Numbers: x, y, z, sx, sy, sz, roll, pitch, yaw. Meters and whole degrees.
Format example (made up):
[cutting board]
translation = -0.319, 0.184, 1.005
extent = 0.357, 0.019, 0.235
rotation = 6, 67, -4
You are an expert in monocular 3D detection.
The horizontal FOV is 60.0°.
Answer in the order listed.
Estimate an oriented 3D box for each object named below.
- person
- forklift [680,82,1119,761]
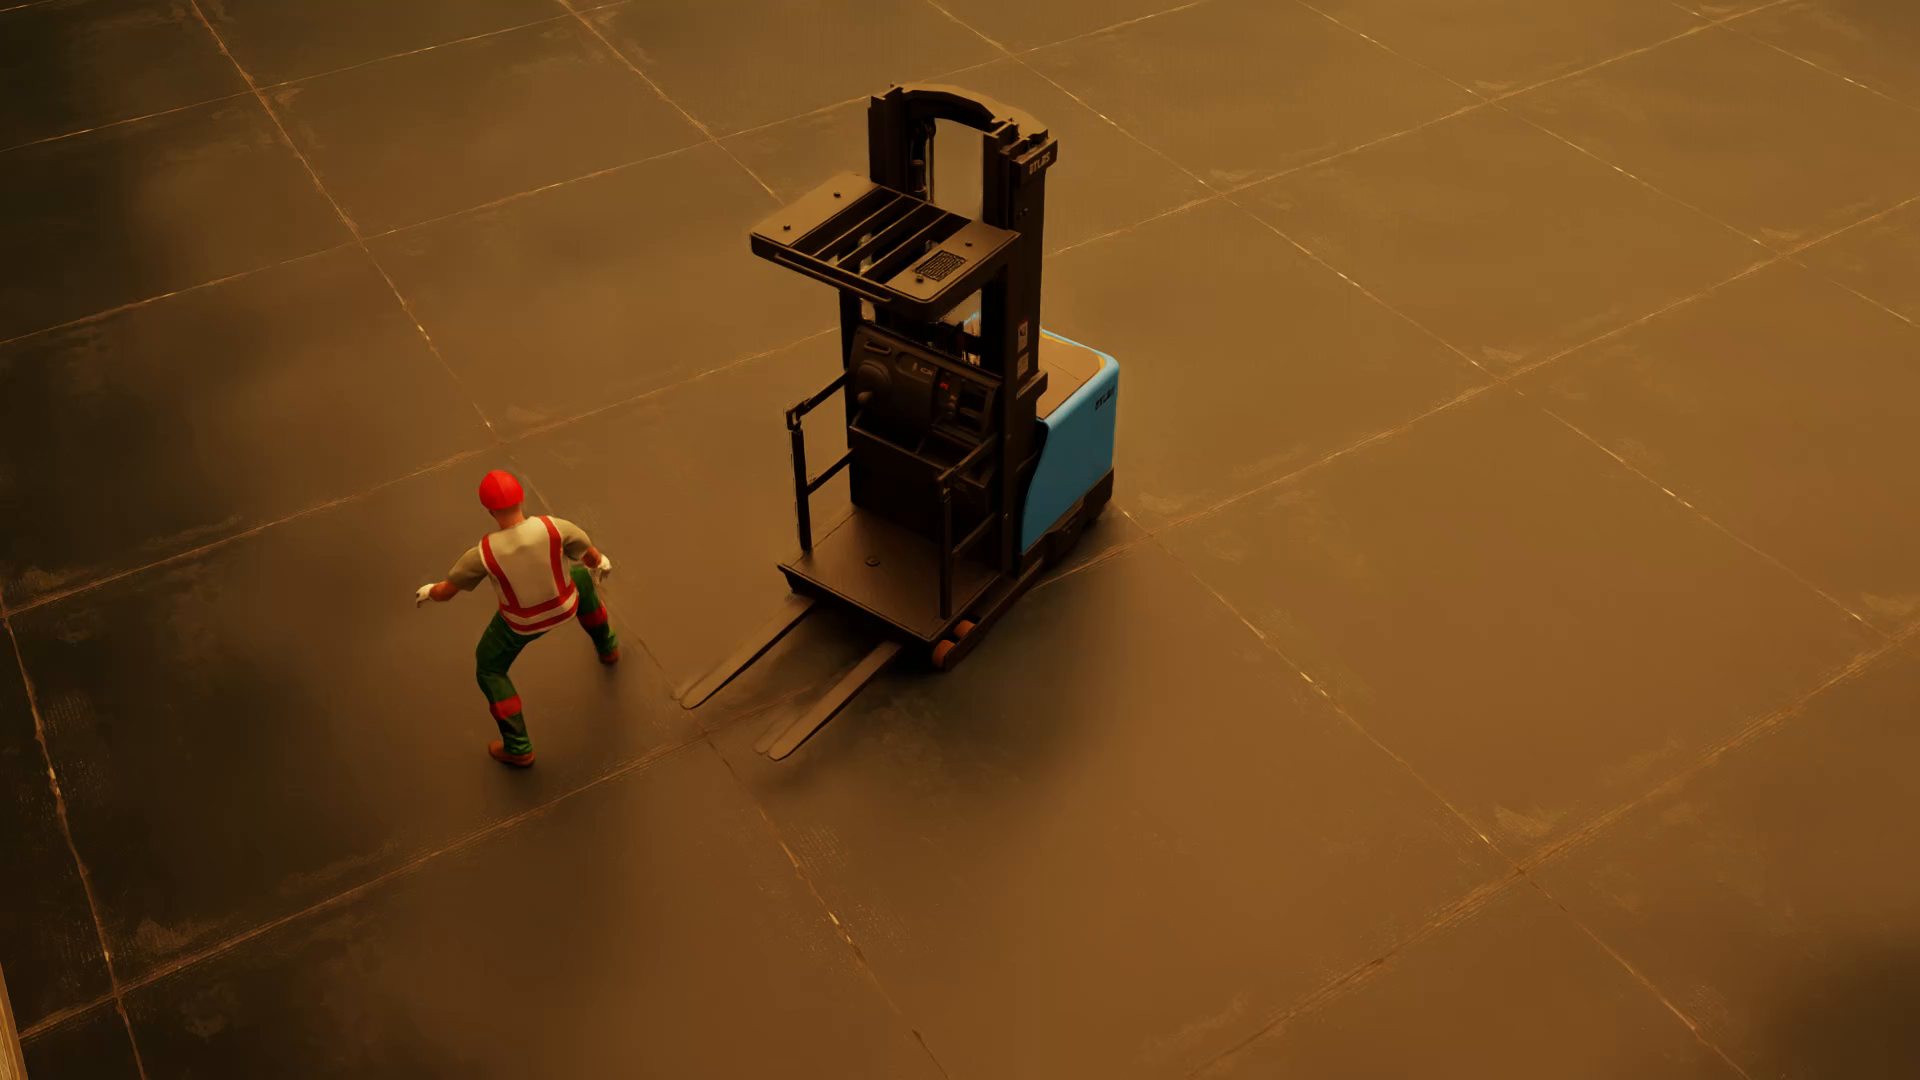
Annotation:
[person]
translation = -2.251, 0.301, 8.544
extent = 0.992, 1.637, 0.786
rotation = -18, 44, -20
[forklift]
translation = -0.324, -0.746, 8.725
extent = 1.130, 2.935, 3.031
rotation = 25, 47, 26
